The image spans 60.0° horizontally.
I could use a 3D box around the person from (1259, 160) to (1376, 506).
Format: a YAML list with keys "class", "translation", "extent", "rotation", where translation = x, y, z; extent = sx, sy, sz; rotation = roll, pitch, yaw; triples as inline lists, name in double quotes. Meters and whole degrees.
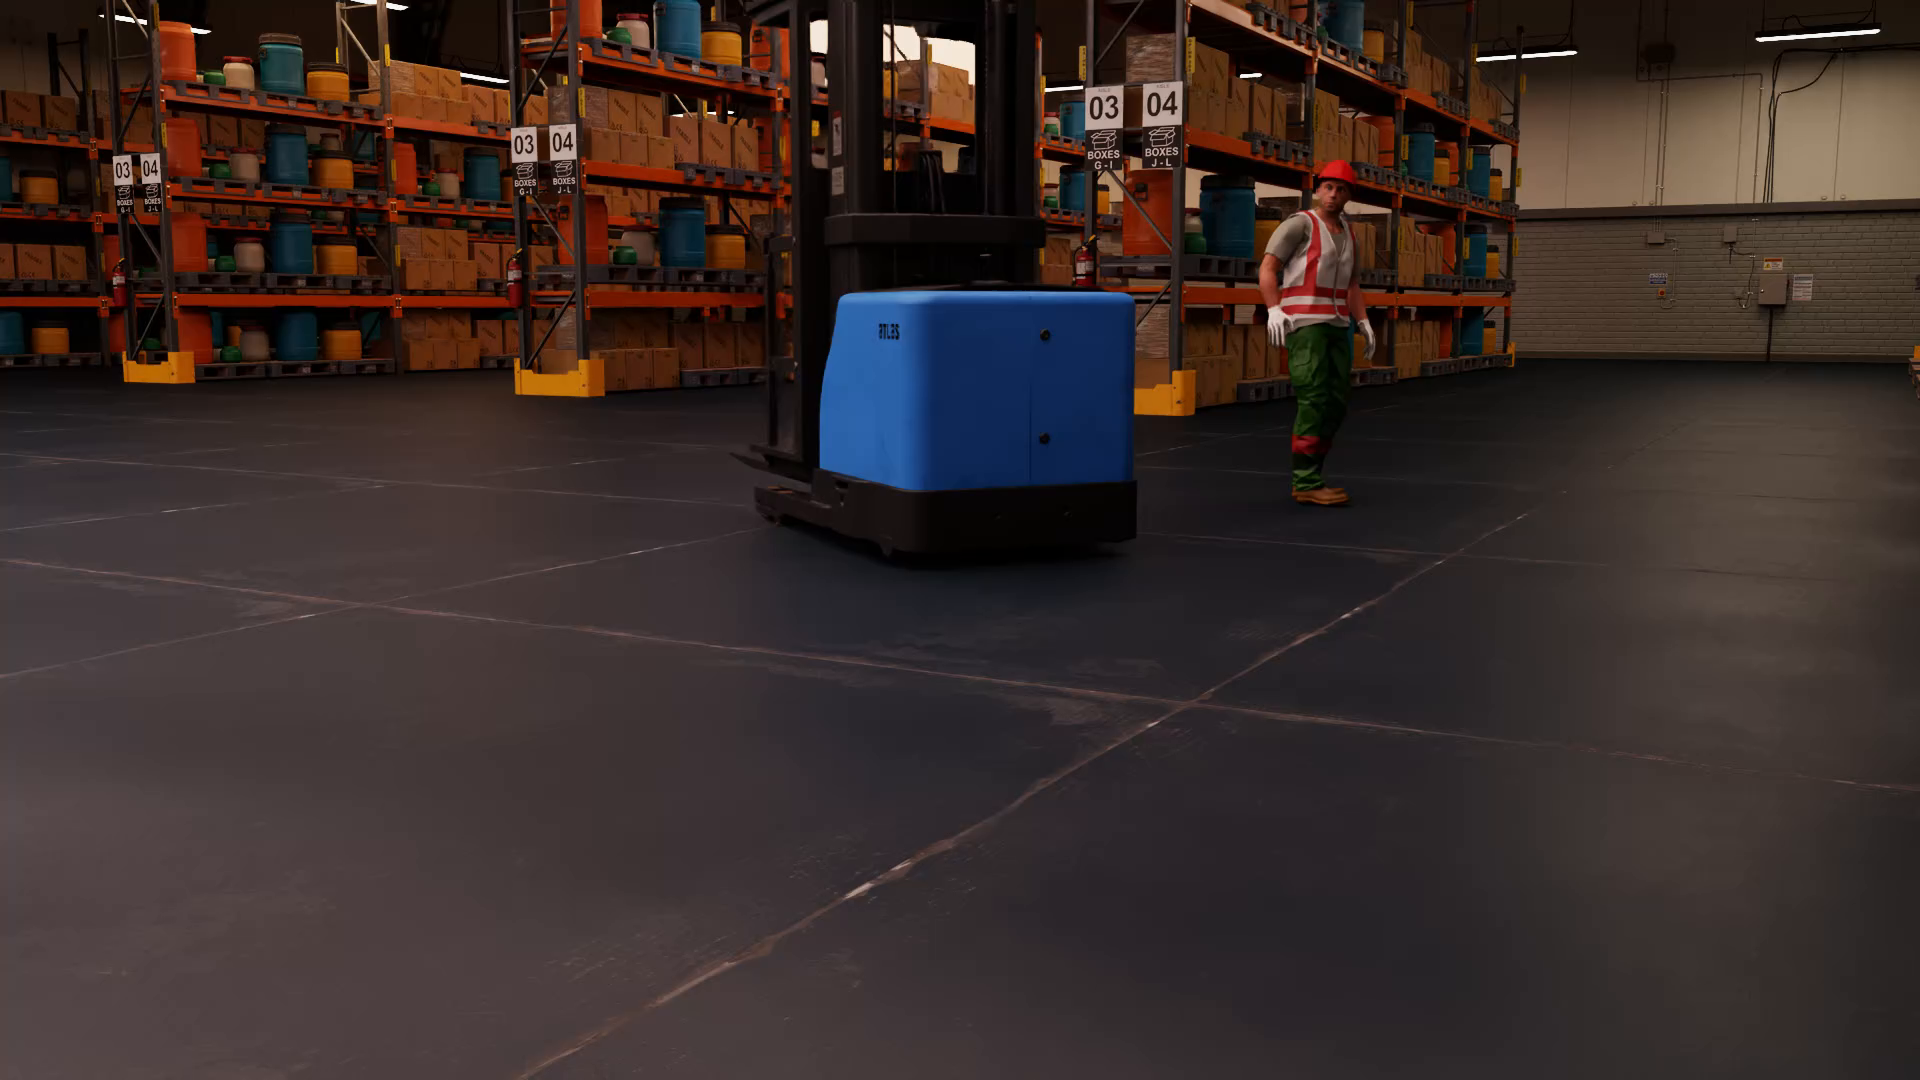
- class: "person"
  translation: [1.927, -1.084, 8.680]
  extent: [0.751, 1.777, 0.513]
  rotation: [-7, 10, -39]

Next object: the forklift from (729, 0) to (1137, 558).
- class: "forklift"
  translation: [-0.341, -1.544, 7.783]
  extent: [1.130, 2.935, 3.031]
  rotation: [-4, 9, -24]
